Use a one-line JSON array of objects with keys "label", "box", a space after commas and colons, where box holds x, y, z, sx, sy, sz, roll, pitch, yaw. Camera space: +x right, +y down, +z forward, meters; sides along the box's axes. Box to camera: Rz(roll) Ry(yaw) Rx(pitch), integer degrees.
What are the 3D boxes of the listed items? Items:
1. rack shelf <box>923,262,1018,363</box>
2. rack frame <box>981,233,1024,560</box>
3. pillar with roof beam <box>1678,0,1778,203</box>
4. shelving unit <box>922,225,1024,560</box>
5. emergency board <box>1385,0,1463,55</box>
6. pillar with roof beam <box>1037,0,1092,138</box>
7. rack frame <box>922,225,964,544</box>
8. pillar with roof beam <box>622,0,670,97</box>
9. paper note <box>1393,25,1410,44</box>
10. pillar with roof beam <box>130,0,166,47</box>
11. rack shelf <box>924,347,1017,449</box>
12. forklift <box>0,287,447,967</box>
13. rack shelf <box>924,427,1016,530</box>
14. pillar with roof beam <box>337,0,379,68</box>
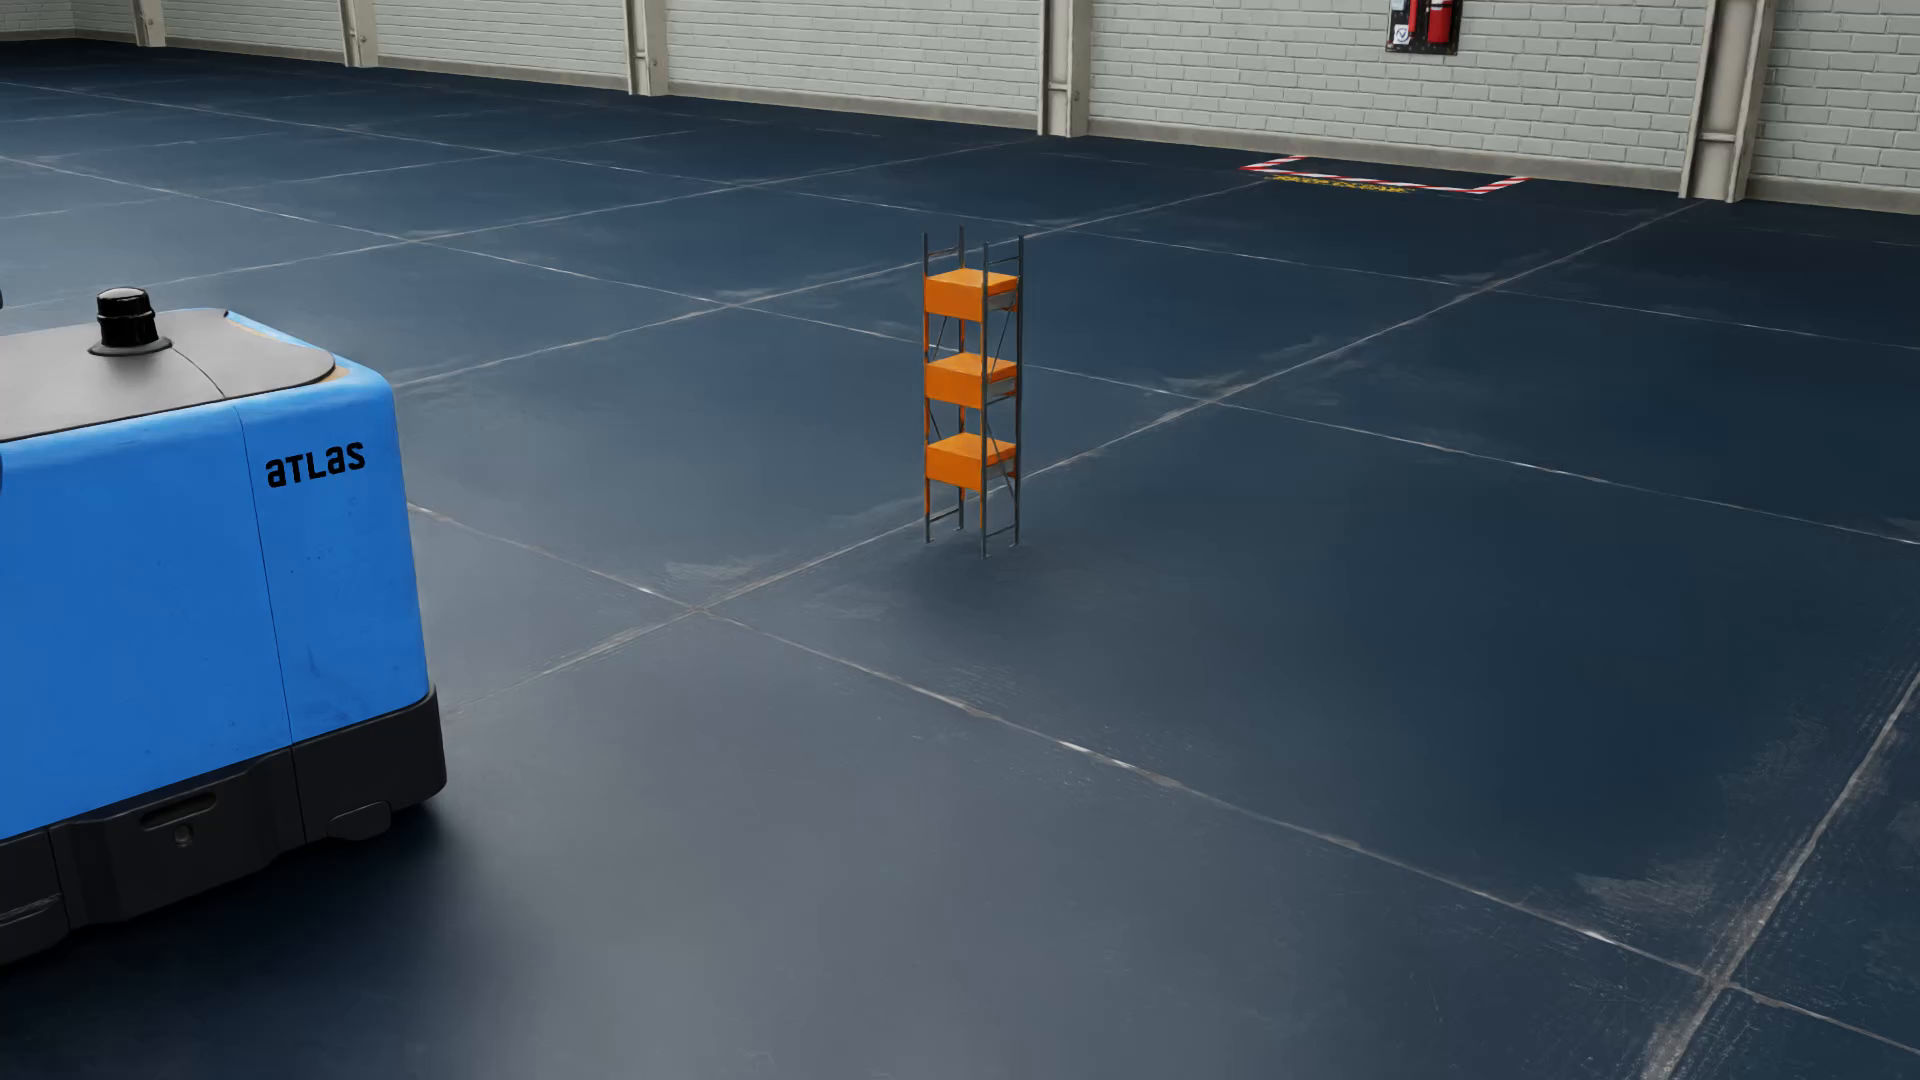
[{"label": "rack shelf", "box": [0.041, -0.735, 5.355, 0.240, 0.259, 0.215, 16, 26, 36]}, {"label": "rack frame", "box": [0.136, -0.452, 5.379, 0.008, 1.050, 0.200, 16, 26, 36]}, {"label": "pillar with roof beam", "box": [2.919, -5.603, 7.774, 0.400, 9.000, 9.100, 16, 26, 36]}, {"label": "shelving unit", "box": [0.041, -0.479, 5.451, 0.252, 1.050, 0.215, 16, 26, 36]}, {"label": "emergency board", "box": [3.751, -4.535, 13.443, 0.643, 1.169, 0.194, 16, 26, 36]}, {"label": "pillar with roof beam", "box": [-1.729, -6.942, 11.324, 0.400, 9.000, 9.100, 16, 26, 36]}, {"label": "rack frame", "box": [-0.053, -0.507, 5.523, 0.008, 1.050, 0.200, 16, 26, 36]}, {"label": "pillar with roof beam", "box": [-6.377, -8.281, 14.873, 0.400, 9.000, 9.100, 16, 26, 36]}, {"label": "paper note", "box": [3.658, -4.181, 13.753, 0.142, 0.148, 0.016, 16, 26, 36]}, {"label": "pillar with roof beam", "box": [-15.674, -10.958, 21.973, 0.400, 9.000, 9.100, 16, 26, 36]}, {"label": "rack shelf", "box": [0.041, -0.469, 5.455, 0.240, 0.259, 0.215, 16, 26, 36]}, {"label": "forklift", "box": [-2.630, -0.488, 2.809, 3.031, 2.935, 1.130, -19, 28, -40]}, {"label": "rack shelf", "box": [0.041, -0.209, 5.553, 0.240, 0.259, 0.215, 16, 26, 36]}, {"label": "pillar with roof beam", "box": [-11.026, -9.619, 18.423, 0.400, 9.000, 9.100, 16, 26, 36]}]
